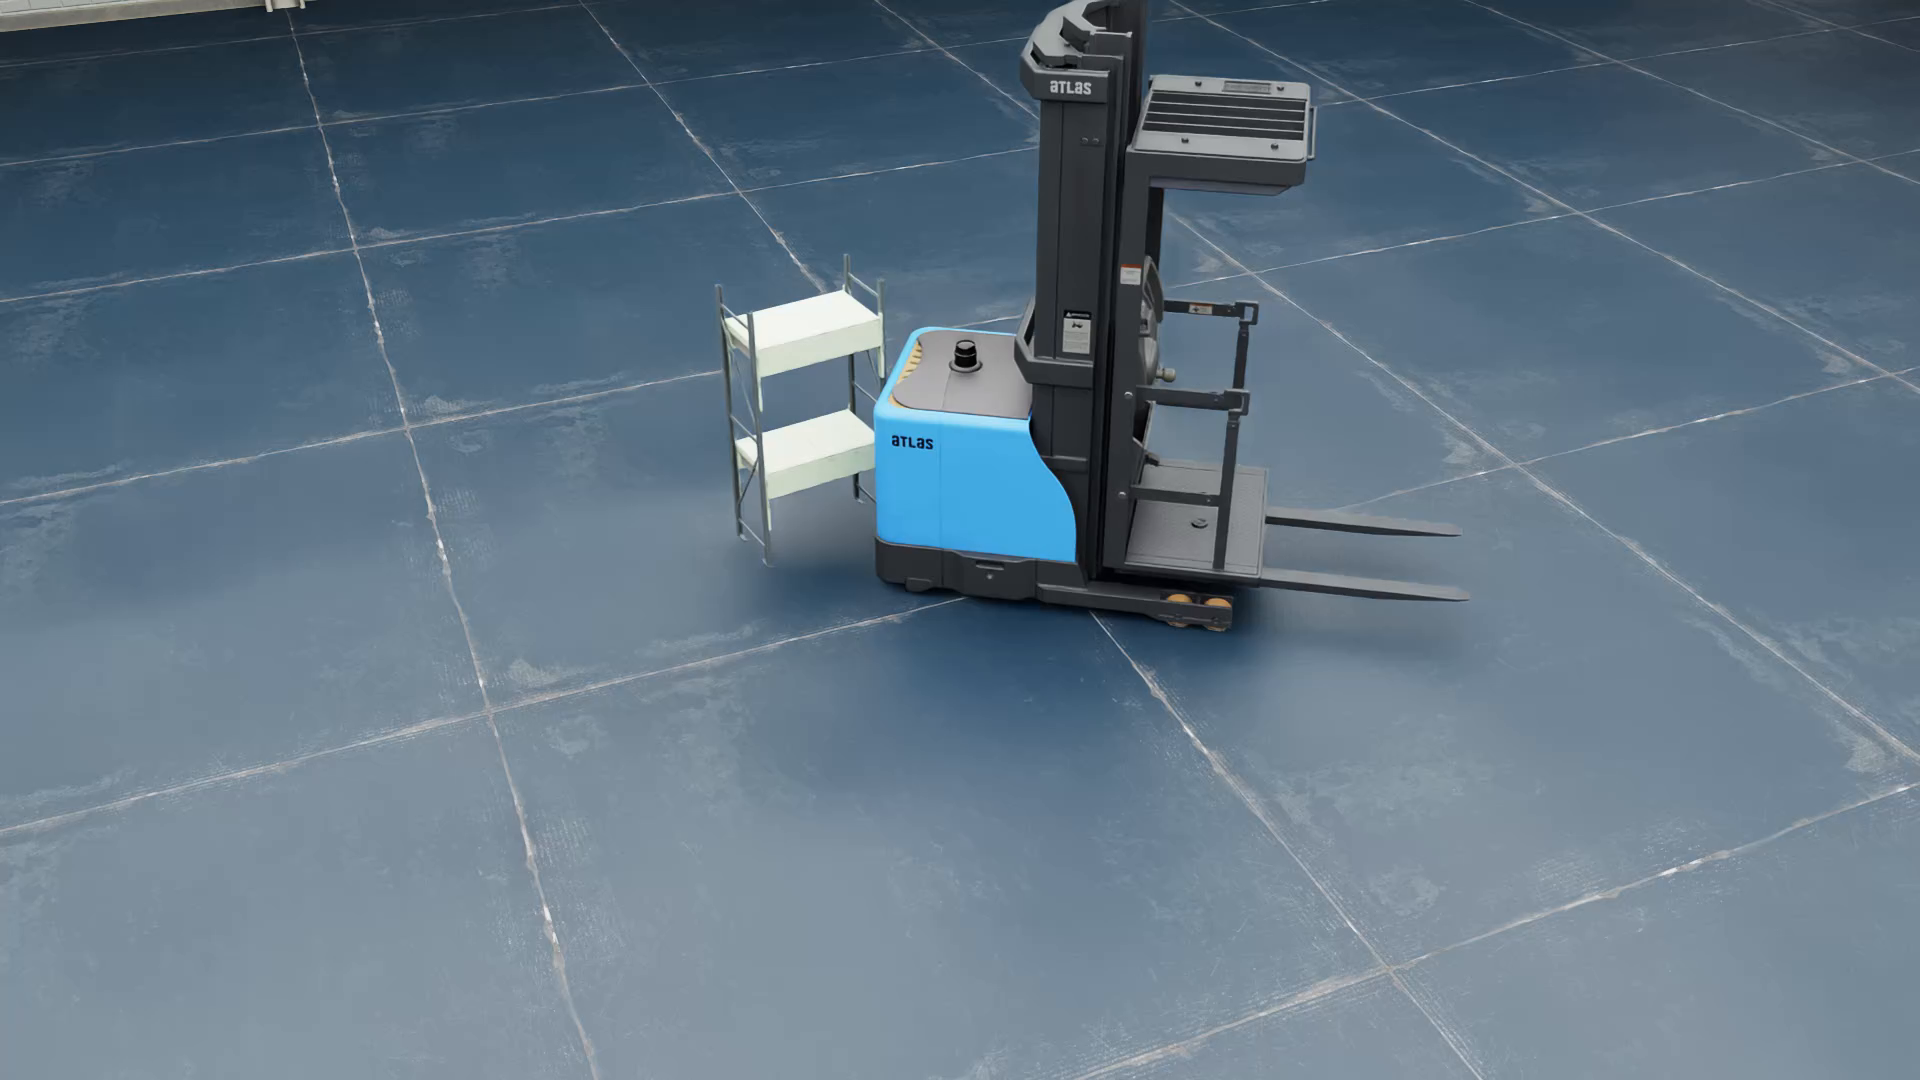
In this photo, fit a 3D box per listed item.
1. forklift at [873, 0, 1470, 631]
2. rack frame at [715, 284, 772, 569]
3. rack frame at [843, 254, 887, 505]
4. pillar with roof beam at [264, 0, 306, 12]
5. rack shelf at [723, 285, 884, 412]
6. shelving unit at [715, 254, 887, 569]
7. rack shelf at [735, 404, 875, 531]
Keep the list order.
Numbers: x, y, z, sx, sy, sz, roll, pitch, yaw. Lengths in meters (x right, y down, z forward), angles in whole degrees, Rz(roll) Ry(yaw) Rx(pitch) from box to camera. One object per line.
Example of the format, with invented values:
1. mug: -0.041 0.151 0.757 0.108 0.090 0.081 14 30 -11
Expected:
1. forklift: 1.124 -1.081 8.142 3.031 2.935 1.130 6 34 9
2. rack frame: -1.123 -0.570 8.669 0.023 1.500 0.400 -18 37 -26
3. rack frame: -0.498 -0.779 8.990 0.023 1.500 0.400 -18 37 -26
4. pillar with roof beam: -5.674 -7.416 12.314 0.400 9.000 9.100 -13 35 -19
5. rack shelf: -0.811 -1.002 8.617 0.720 0.370 0.431 -18 37 -26
6. shelving unit: -0.811 -0.675 8.829 0.755 1.500 0.431 -18 37 -26
7. rack shelf: -0.811 -0.401 9.007 0.720 0.370 0.431 -18 37 -26
